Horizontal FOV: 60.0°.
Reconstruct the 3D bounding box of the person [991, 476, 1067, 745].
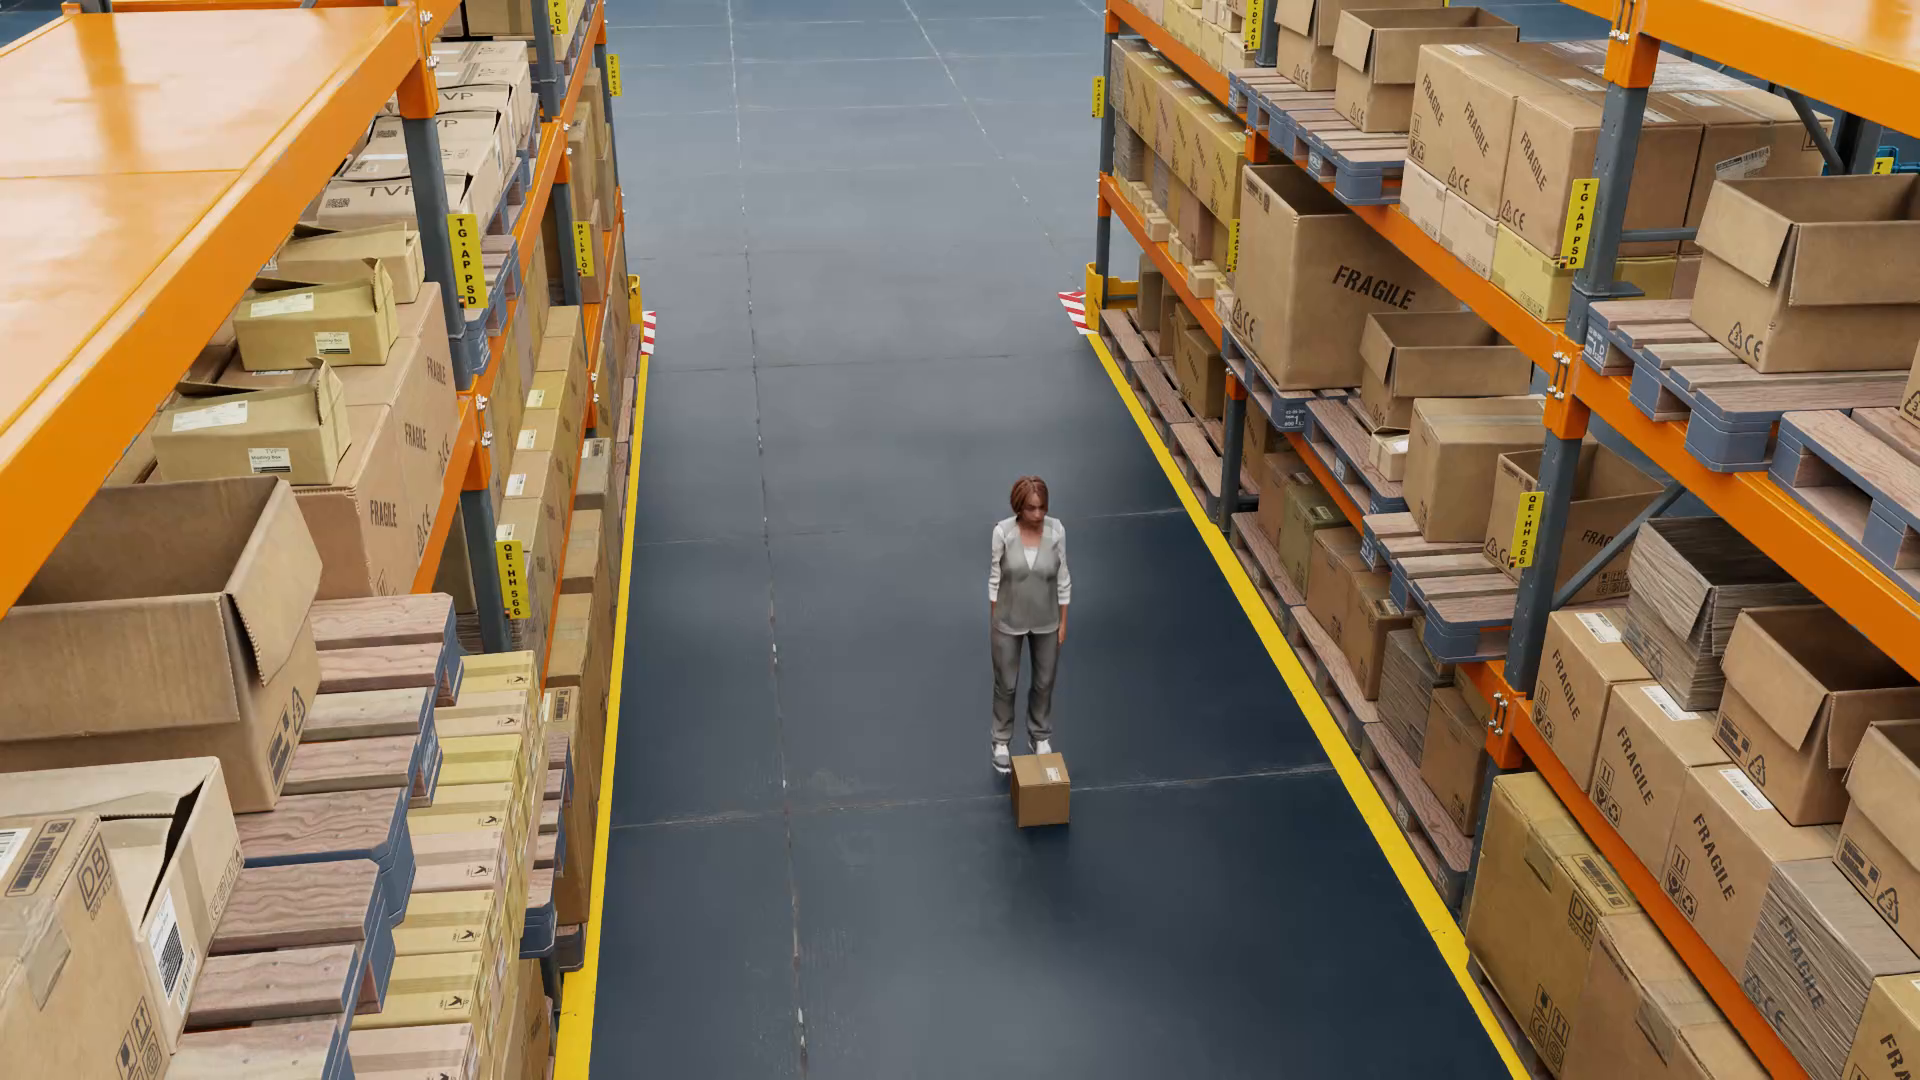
[{"bbox_3d":[0.345,0.389,8.272,0.386,1.530,0.299,-3,28,-6],"label":"person"}]
